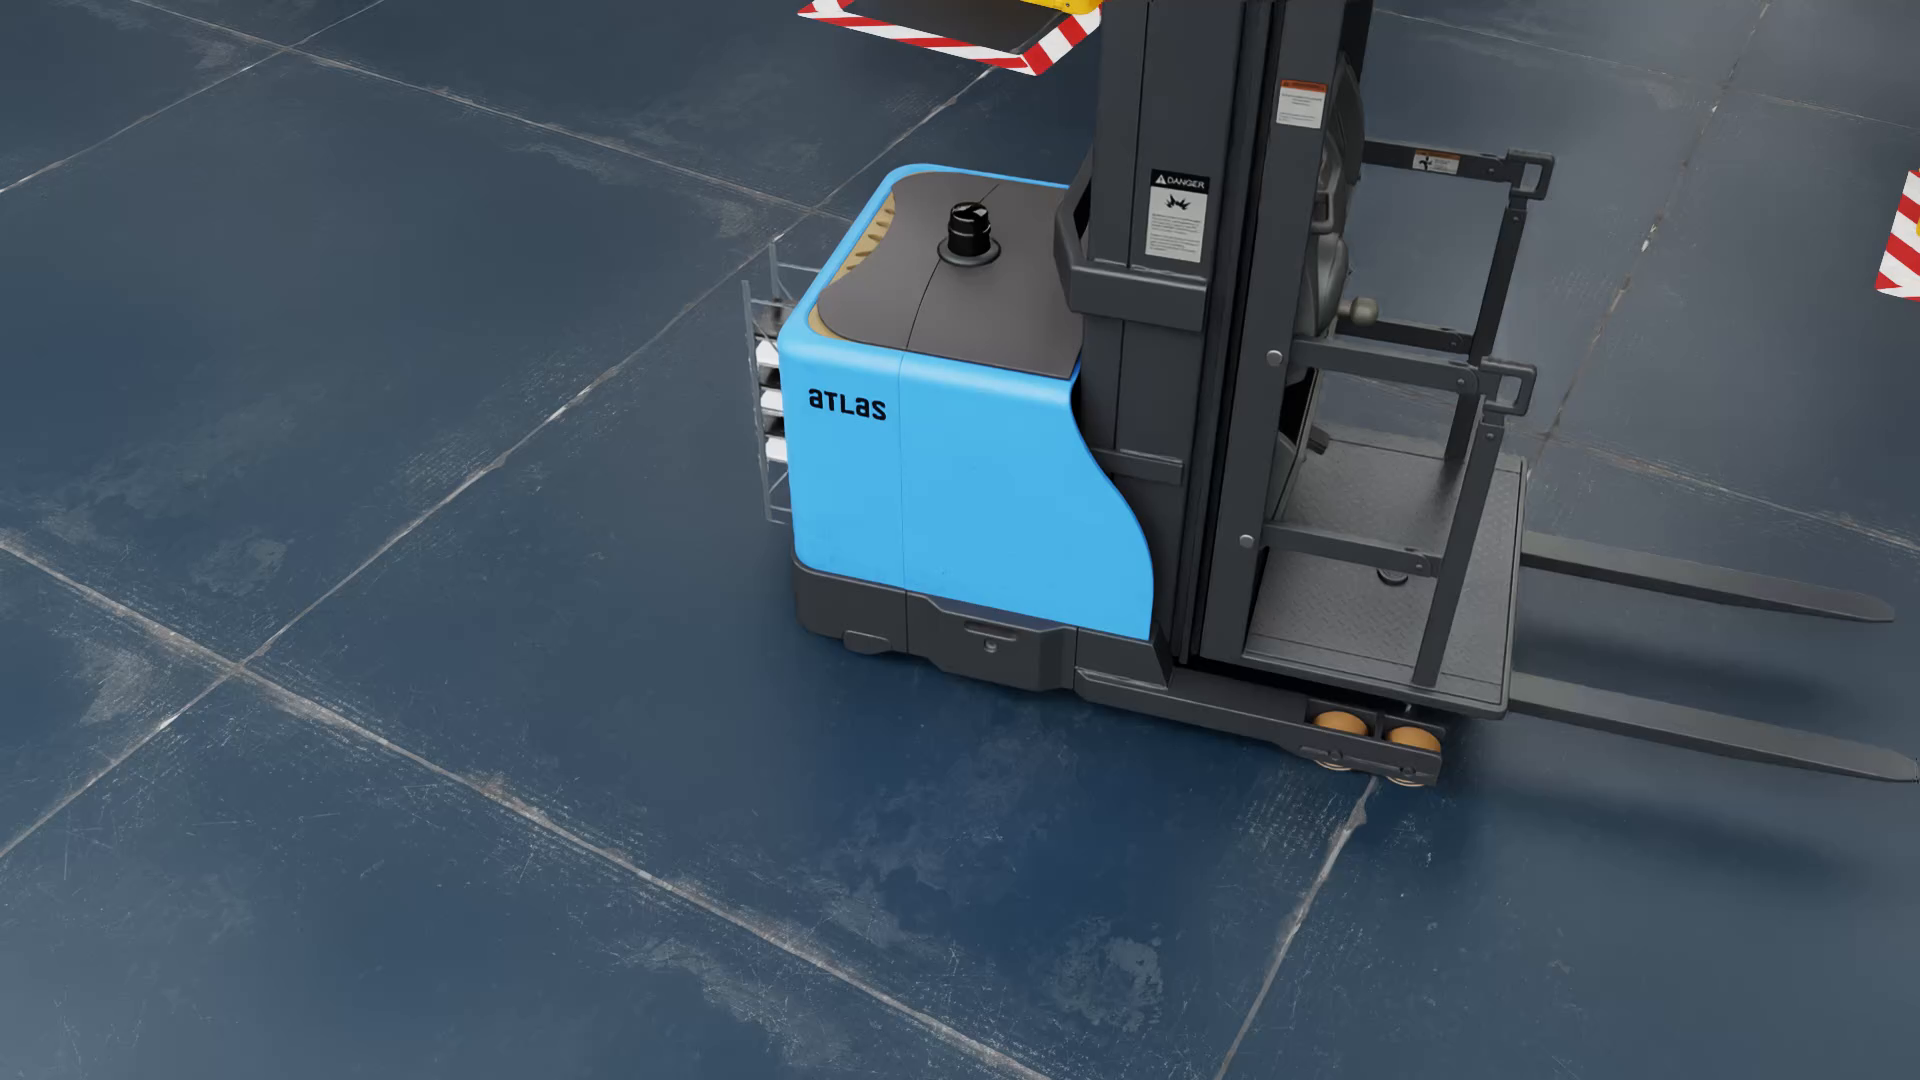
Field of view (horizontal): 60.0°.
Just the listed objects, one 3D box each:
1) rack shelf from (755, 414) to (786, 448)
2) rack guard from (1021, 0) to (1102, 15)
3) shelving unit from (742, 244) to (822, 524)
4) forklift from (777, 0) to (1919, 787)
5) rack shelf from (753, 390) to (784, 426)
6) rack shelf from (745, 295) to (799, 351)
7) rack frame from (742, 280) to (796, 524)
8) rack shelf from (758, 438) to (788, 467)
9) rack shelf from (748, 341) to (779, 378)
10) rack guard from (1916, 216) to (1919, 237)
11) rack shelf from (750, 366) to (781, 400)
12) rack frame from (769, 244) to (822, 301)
[{"bbox_3d":[-0.475,-0.349,5.152,0.258,0.077,0.200,11,43,13],"label":"rack shelf"},{"bbox_3d":[0.193,-3.048,8.333,1.175,0.500,0.348,21,45,22],"label":"rack guard"},{"bbox_3d":[-0.475,-0.442,5.070,0.258,0.900,0.210,11,43,13],"label":"shelving unit"},{"bbox_3d":[1.091,-0.829,3.973,3.031,2.935,1.130,12,43,13],"label":"forklift"},{"bbox_3d":[-0.475,-0.417,5.093,0.258,0.077,0.200,11,43,13],"label":"rack shelf"},{"bbox_3d":[-0.475,-0.619,4.914,0.258,0.077,0.200,11,43,13],"label":"rack shelf"},{"bbox_3d":[-0.505,-0.378,4.998,0.240,0.900,0.006,11,43,13],"label":"rack frame"},{"bbox_3d":[-0.475,-0.282,5.211,0.258,0.077,0.200,11,43,13],"label":"rack shelf"},{"bbox_3d":[-0.475,-0.552,4.974,0.258,0.077,0.200,11,43,13],"label":"rack shelf"},{"bbox_3d":[4.387,-1.292,6.339,1.175,0.500,0.348,21,45,22],"label":"rack guard"},{"bbox_3d":[-0.475,-0.484,5.033,0.258,0.077,0.200,11,43,13],"label":"rack shelf"},{"bbox_3d":[-0.445,-0.506,5.143,0.240,0.900,0.006,11,43,13],"label":"rack frame"}]
